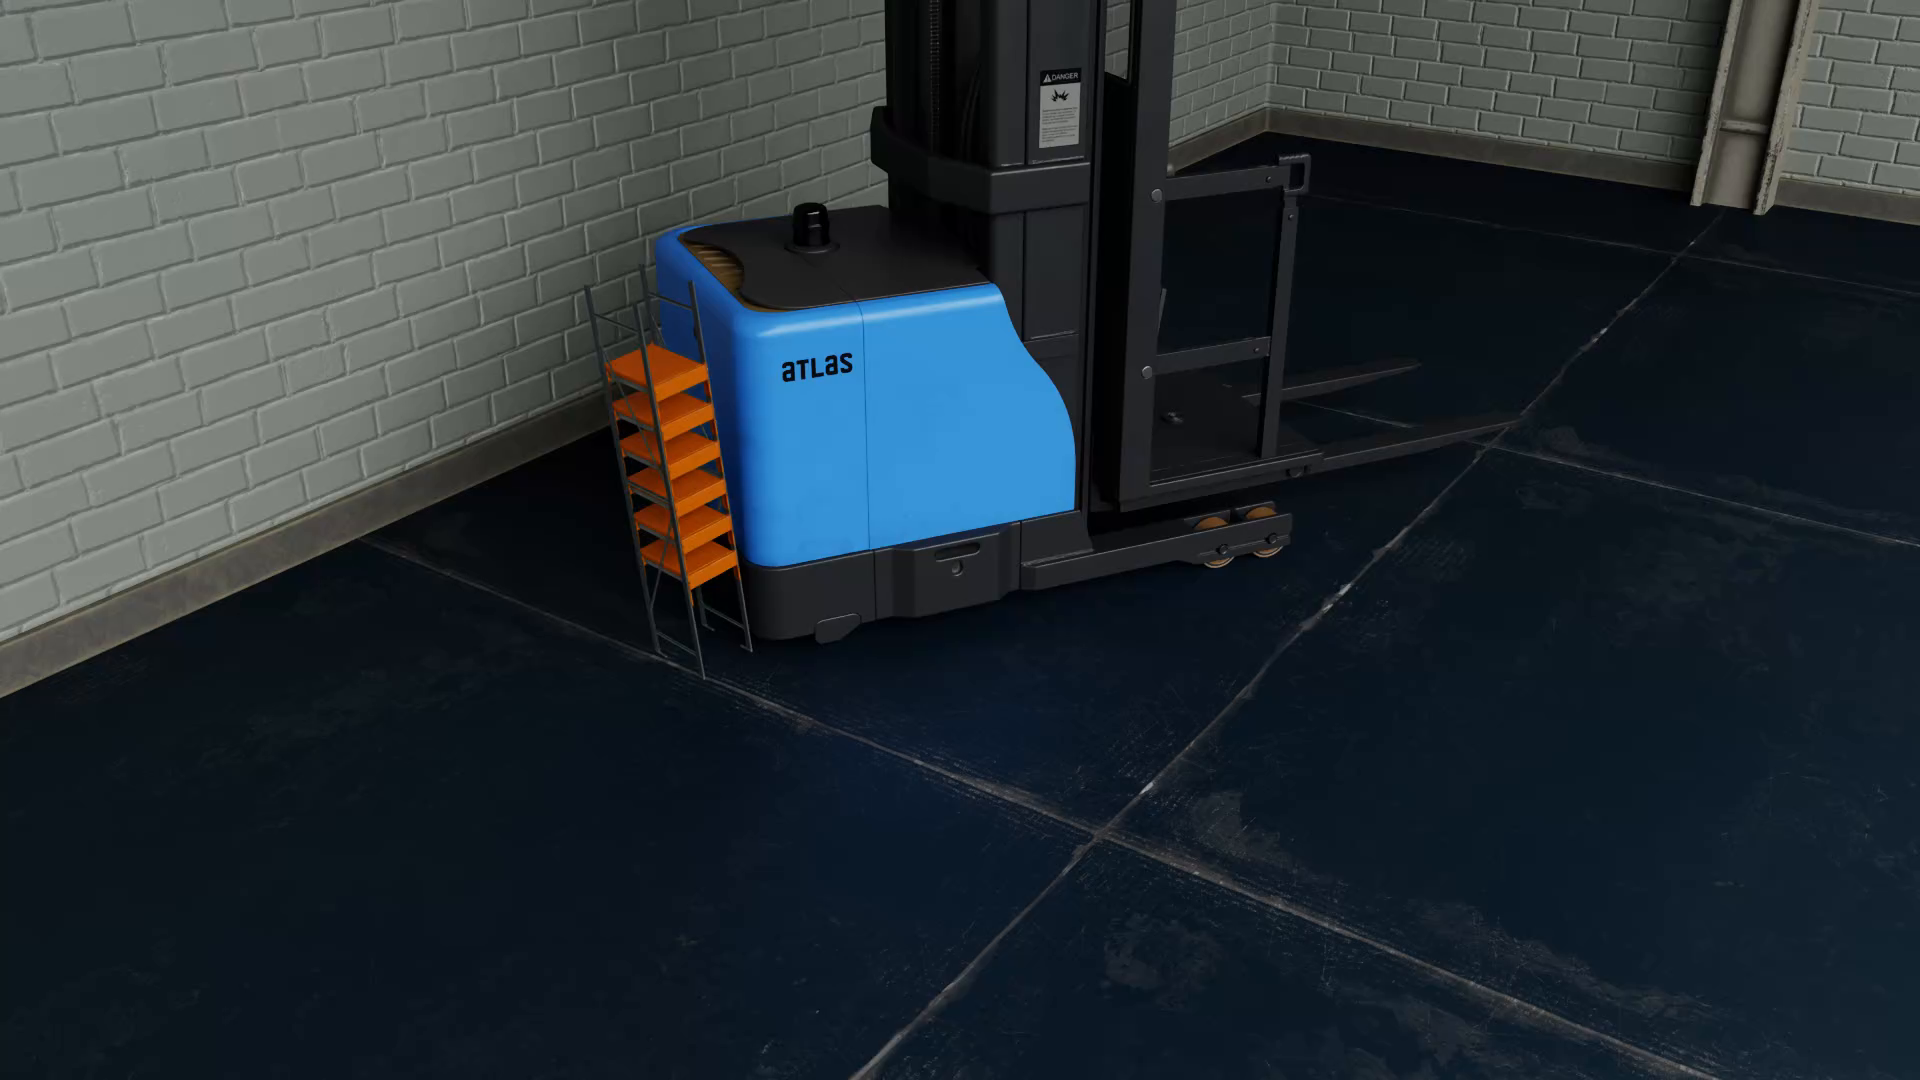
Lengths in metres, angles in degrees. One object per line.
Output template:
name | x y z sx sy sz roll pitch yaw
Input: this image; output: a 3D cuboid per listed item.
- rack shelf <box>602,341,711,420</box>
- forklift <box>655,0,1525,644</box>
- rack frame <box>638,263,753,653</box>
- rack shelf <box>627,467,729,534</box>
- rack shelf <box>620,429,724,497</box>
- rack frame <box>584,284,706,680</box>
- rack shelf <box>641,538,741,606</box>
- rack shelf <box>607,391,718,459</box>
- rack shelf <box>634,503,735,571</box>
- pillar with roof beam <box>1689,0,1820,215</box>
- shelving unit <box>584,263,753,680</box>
rack shelf | -0.840 -0.443 4.591 0.258 0.103 0.180 24 41 38
forklift | 0.570 -1.420 5.308 3.031 2.935 1.130 -11 29 -21
rack frame | -0.756 -0.210 4.807 0.240 1.200 0.006 24 41 38
rack shelf | -0.817 -0.135 4.775 0.258 0.103 0.180 24 41 38
rack shelf | -0.825 -0.238 4.714 0.258 0.103 0.180 24 41 38
rack frame | -0.883 -0.135 4.698 0.240 1.200 0.006 24 41 38
rack shelf | -0.801 0.071 4.898 0.258 0.103 0.180 24 41 38
rack shelf | -0.833 -0.340 4.652 0.258 0.103 0.180 24 41 38
rack shelf | -0.809 -0.032 4.837 0.258 0.103 0.180 24 41 38
pillar with roof beam | 1.991 -4.330 4.337 0.400 9.000 9.100 17 32 30
shelving unit | -0.820 -0.173 4.752 0.258 1.200 0.189 24 41 38
